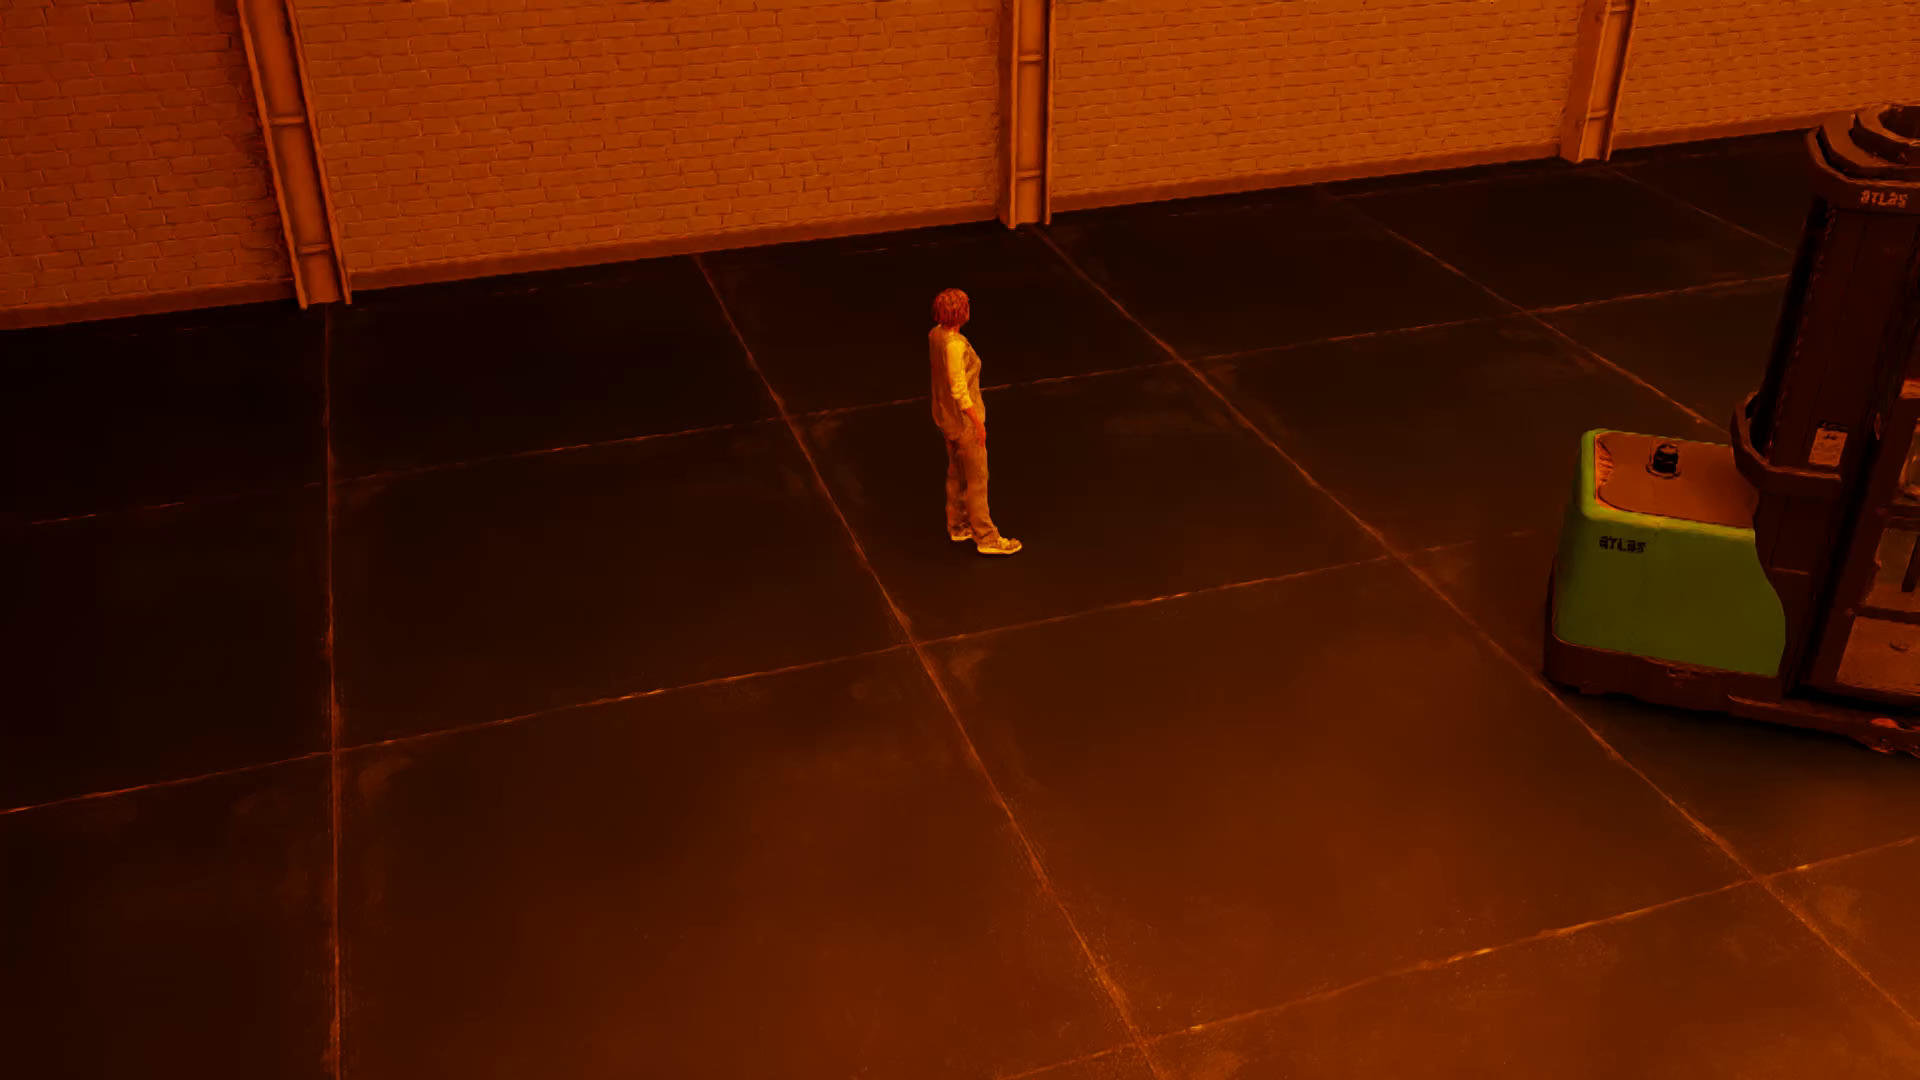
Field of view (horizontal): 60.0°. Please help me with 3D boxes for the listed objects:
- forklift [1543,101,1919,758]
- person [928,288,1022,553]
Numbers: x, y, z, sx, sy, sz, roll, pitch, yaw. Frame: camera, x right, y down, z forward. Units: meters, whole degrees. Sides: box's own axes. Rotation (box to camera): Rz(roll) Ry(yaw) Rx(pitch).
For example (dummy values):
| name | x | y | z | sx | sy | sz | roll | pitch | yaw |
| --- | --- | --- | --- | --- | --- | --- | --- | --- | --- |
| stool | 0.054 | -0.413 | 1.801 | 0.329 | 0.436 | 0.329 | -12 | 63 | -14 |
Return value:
| name | x | y | z | sx | sy | sz | roll | pitch | yaw |
| --- | --- | --- | --- | --- | --- | --- | --- | --- | --- |
| forklift | 4.625 | -0.494 | 7.946 | 3.031 | 2.935 | 1.130 | 9 | 31 | 16 |
| person | 0.075 | -0.704 | 9.633 | 0.474 | 1.597 | 0.521 | -10 | 31 | -16 |
